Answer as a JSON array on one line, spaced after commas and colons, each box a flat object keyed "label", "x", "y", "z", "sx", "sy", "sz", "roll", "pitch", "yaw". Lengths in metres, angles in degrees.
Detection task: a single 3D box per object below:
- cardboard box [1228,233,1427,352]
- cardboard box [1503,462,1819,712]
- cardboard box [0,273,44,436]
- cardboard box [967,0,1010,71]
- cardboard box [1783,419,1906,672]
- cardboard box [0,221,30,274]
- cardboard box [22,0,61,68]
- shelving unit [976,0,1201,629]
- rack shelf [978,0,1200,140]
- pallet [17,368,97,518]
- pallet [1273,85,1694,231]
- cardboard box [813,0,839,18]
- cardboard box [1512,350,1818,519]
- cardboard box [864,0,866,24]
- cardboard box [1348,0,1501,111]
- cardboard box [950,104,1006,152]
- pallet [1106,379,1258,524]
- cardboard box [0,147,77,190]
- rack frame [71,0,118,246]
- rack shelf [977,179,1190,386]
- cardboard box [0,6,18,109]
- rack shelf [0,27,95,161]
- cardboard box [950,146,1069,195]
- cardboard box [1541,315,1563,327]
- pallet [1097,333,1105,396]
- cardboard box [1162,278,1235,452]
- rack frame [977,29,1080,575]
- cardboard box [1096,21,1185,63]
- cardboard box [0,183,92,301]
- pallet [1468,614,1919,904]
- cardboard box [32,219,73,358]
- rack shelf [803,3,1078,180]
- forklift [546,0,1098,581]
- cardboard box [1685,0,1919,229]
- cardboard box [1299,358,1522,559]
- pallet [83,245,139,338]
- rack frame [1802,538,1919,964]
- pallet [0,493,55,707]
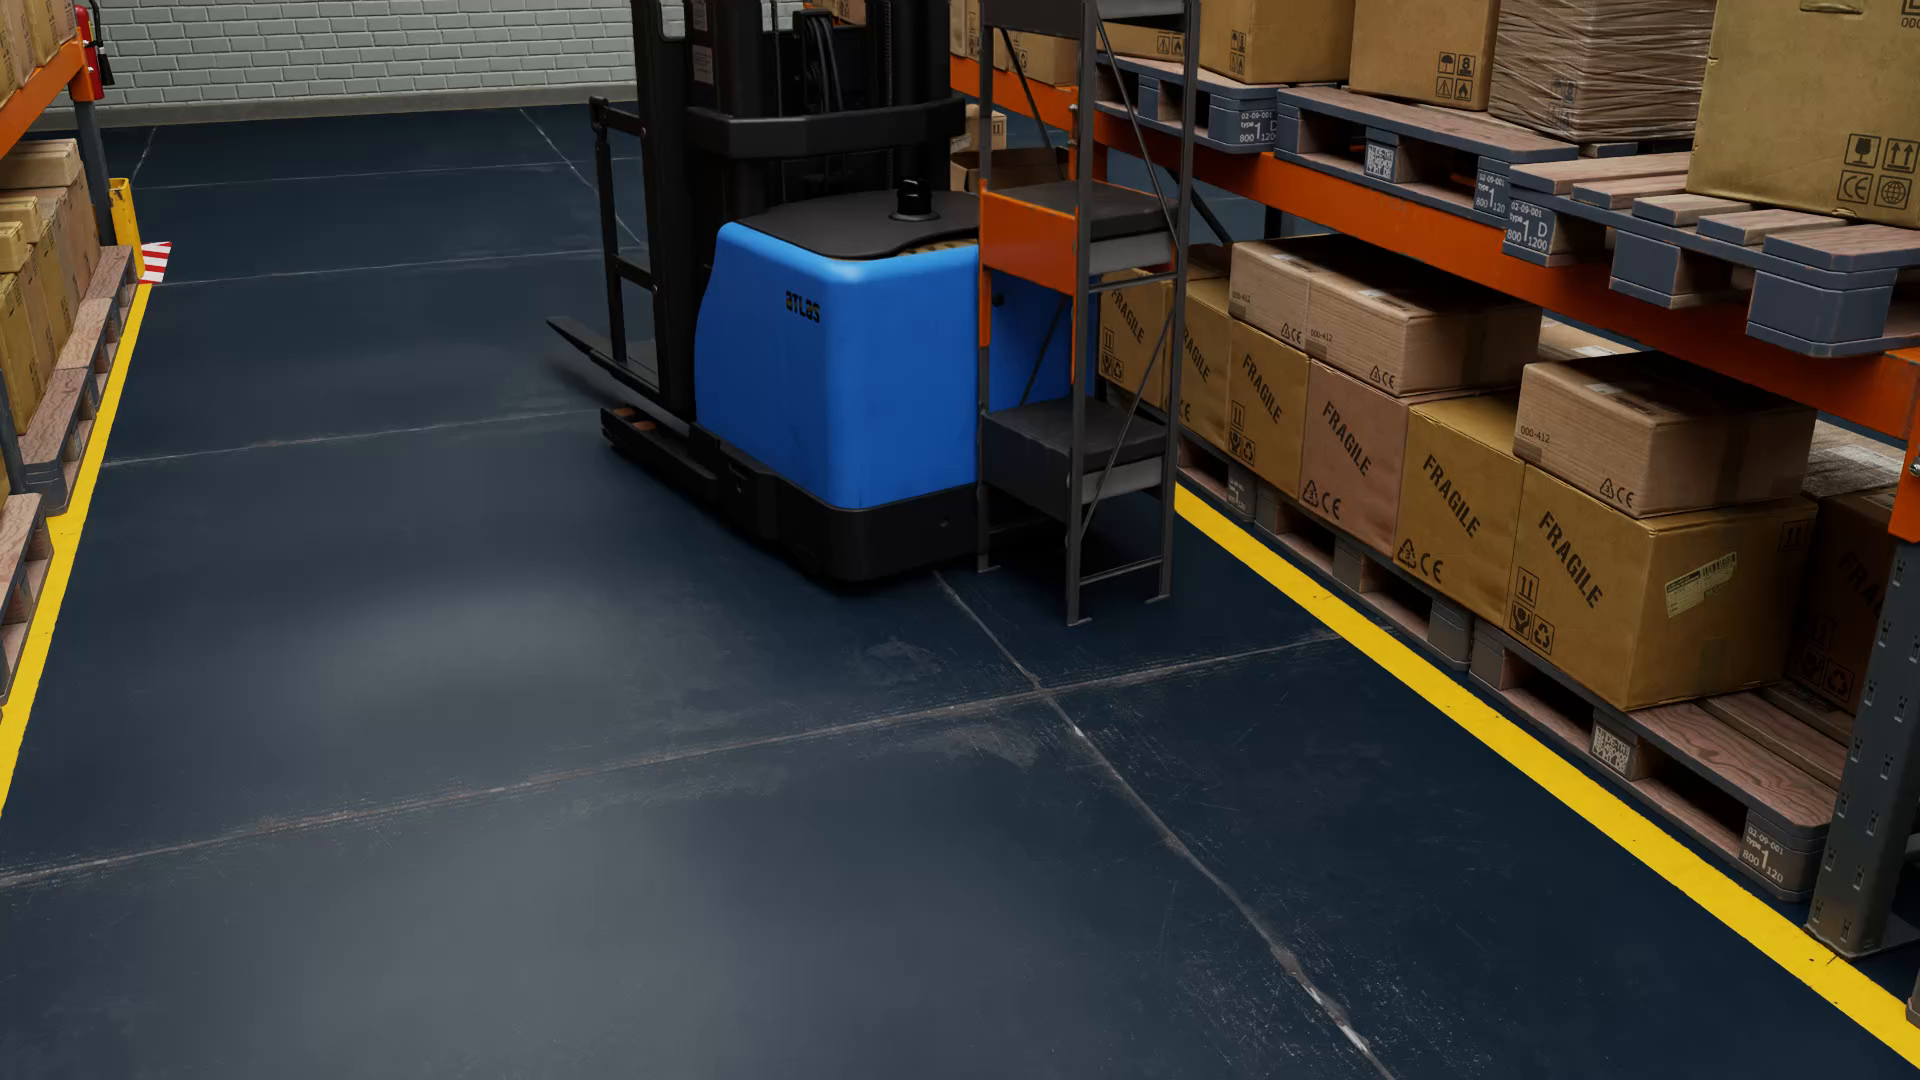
[{"label": "cardboard box", "x": 1.243, "y": -0.838, "z": 5.562, "sx": 0.500, "sy": 0.250, "sz": 0.500, "roll": -8, "pitch": 24, "yaw": -19}, {"label": "cardboard box", "x": 1.810, "y": 0.081, "z": 4.348, "sx": 0.500, "sy": 0.500, "sz": 0.500, "roll": -7, "pitch": 24, "yaw": -17}, {"label": "cardboard box", "x": -3.854, "y": -0.660, "z": 6.132, "sx": 0.700, "sy": 0.500, "sz": 0.500, "roll": -8, "pitch": 24, "yaw": -18}, {"label": "cardboard box", "x": 0.347, "y": -2.394, "z": 7.438, "sx": 0.500, "sy": 0.500, "sz": 0.500, "roll": -8, "pitch": 24, "yaw": -17}, {"label": "cardboard box", "x": 2.277, "y": -0.005, "z": 4.553, "sx": 0.500, "sy": 0.500, "sz": 0.500, "roll": -9, "pitch": 25, "yaw": -21}, {"label": "cardboard box", "x": -3.804, "y": -1.109, "z": 6.361, "sx": 0.380, "sy": 0.149, "sz": 0.250, "roll": -8, "pitch": 24, "yaw": -17}, {"label": "cardboard box", "x": -4.642, "y": -2.478, "z": 7.380, "sx": 0.980, "sy": 0.700, "sz": 0.700, "roll": -9, "pitch": 24, "yaw": -19}, {"label": "shelving unit", "x": 0.362, "y": -0.819, "z": 4.989, "sx": 0.431, "sy": 2.100, "sz": 0.503, "roll": -15, "pitch": 27, "yaw": -31}, {"label": "rack shelf", "x": 0.362, "y": -1.451, "z": 4.722, "sx": 0.431, "sy": 0.518, "sz": 0.480, "roll": -15, "pitch": 27, "yaw": -31}, {"label": "pallet", "x": -3.881, "y": -0.335, "z": 6.273, "sx": 1.003, "sy": 0.211, "sz": 1.213, "roll": -8, "pitch": 24, "yaw": -19}, {"label": "pallet", "x": 1.669, "y": -1.178, "z": 4.930, "sx": 1.003, "sy": 0.211, "sz": 1.213, "roll": -8, "pitch": 24, "yaw": -19}, {"label": "cardboard box", "x": -0.556, "y": -3.316, "z": 9.627, "sx": 0.500, "sy": 0.500, "sz": 0.500, "roll": -8, "pitch": 24, "yaw": -18}, {"label": "cardboard box", "x": 1.786, "y": -0.284, "z": 4.249, "sx": 0.500, "sy": 0.250, "sz": 0.500, "roll": -7, "pitch": 24, "yaw": -17}, {"label": "cardboard box", "x": -0.194, "y": -2.946, "z": 8.750, "sx": 0.500, "sy": 0.500, "sz": 0.500, "roll": -8, "pitch": 24, "yaw": -19}, {"label": "cardboard box", "x": 1.629, "y": -1.620, "z": 5.062, "sx": 0.700, "sy": 0.500, "sz": 0.500, "roll": -15, "pitch": 27, "yaw": -32}, {"label": "cardboard box", "x": -0.043, "y": -2.354, "z": 10.126, "sx": 0.500, "sy": 0.500, "sz": 0.500, "roll": -8, "pitch": 24, "yaw": -19}, {"label": "pallet", "x": 1.270, "y": -0.439, "z": 6.519, "sx": 1.003, "sy": 0.211, "sz": 1.213, "roll": -8, "pitch": 24, "yaw": -19}, {"label": "cardboard box", "x": -4.451, "y": -1.772, "z": 7.934, "sx": 0.380, "sy": 0.149, "sz": 0.250, "roll": -8, "pitch": 24, "yaw": -18}, {"label": "rack frame", "x": -5.099, "y": -2.786, "z": 8.499, "sx": 1.000, "sy": 3.000, "sz": 0.127, "roll": -8, "pitch": 24, "yaw": -19}, {"label": "rack shelf", "x": 0.362, "y": -0.806, "z": 4.994, "sx": 0.431, "sy": 0.518, "sz": 0.480, "roll": -15, "pitch": 27, "yaw": -31}, {"label": "cardboard box", "x": -4.115, "y": -1.936, "z": 6.096, "sx": 0.980, "sy": 0.700, "sz": 0.700, "roll": -9, "pitch": 24, "yaw": -20}, {"label": "rack shelf", "x": -4.392, "y": -1.728, "z": 6.914, "sx": 1.077, "sy": 0.370, "sz": 4.000, "roll": -8, "pitch": 24, "yaw": -19}, {"label": "cardboard box", "x": 0.279, "y": -1.748, "z": 8.684, "sx": 0.797, "sy": 0.503, "sz": 0.637, "roll": -8, "pitch": 24, "yaw": -19}, {"label": "cardboard box", "x": 1.733, "y": -0.562, "z": 5.873, "sx": 0.500, "sy": 0.500, "sz": 0.500, "roll": -8, "pitch": 24, "yaw": -18}, {"label": "pallet", "x": 0.706, "y": -0.979, "z": 7.800, "sx": 1.003, "sy": 0.211, "sz": 1.213, "roll": -8, "pitch": 24, "yaw": -19}, {"label": "cardboard box", "x": 1.089, "y": -0.663, "z": 6.114, "sx": 0.500, "sy": 0.500, "sz": 0.500, "roll": -8, "pitch": 24, "yaw": -18}, {"label": "rack frame", "x": 0.227, "y": -0.897, "z": 5.176, "sx": 0.400, "sy": 2.100, "sz": 0.015, "roll": -15, "pitch": 27, "yaw": -31}, {"label": "cardboard box", "x": 0.905, "y": -2.051, "z": 6.084, "sx": 0.700, "sy": 0.500, "sz": 0.500, "roll": -18, "pitch": 29, "yaw": -36}, {"label": "cardboard box", "x": -4.581, "y": -1.406, "z": 7.900, "sx": 0.700, "sy": 0.500, "sz": 0.500, "roll": -8, "pitch": 24, "yaw": -19}, {"label": "pallet", "x": 2.132, "y": 0.448, "z": 4.415, "sx": 1.003, "sy": 0.211, "sz": 1.213, "roll": -8, "pitch": 24, "yaw": -19}, {"label": "cardboard box", "x": -4.208, "y": -1.030, "z": 7.010, "sx": 0.700, "sy": 0.500, "sz": 0.500, "roll": -8, "pitch": 24, "yaw": -18}, {"label": "rack shelf", "x": 0.241, "y": -2.409, "z": 8.530, "sx": 1.077, "sy": 0.370, "sz": 4.000, "roll": -8, "pitch": 24, "yaw": -19}, {"label": "forklift", "x": -0.767, "y": -1.740, "z": 6.105, "sx": 1.130, "sy": 2.935, "sz": 3.031, "roll": -15, "pitch": 27, "yaw": -31}, {"label": "cardboard box", "x": 2.032, "y": -1.013, "z": 3.623, "sx": 0.700, "sy": 0.500, "sz": 0.500, "roll": -18, "pitch": 29, "yaw": -36}, {"label": "cardboard box", "x": 1.437, "y": -0.297, "z": 5.244, "sx": 0.500, "sy": 0.500, "sz": 0.500, "roll": -9, "pitch": 25, "yaw": -21}, {"label": "pallet", "x": -4.743, "y": -1.221, "z": 8.376, "sx": 1.003, "sy": 0.211, "sz": 1.213, "roll": -8, "pitch": 24, "yaw": -19}, {"label": "rack frame", "x": 2.360, "y": -0.561, "z": 3.218, "sx": 1.000, "sy": 3.000, "sz": 0.127, "roll": -8, "pitch": 24, "yaw": -19}, {"label": "pallet", "x": -3.343, "y": 0.222, "z": 4.951, "sx": 1.003, "sy": 0.211, "sz": 1.213, "roll": -8, "pitch": 24, "yaw": -19}]
